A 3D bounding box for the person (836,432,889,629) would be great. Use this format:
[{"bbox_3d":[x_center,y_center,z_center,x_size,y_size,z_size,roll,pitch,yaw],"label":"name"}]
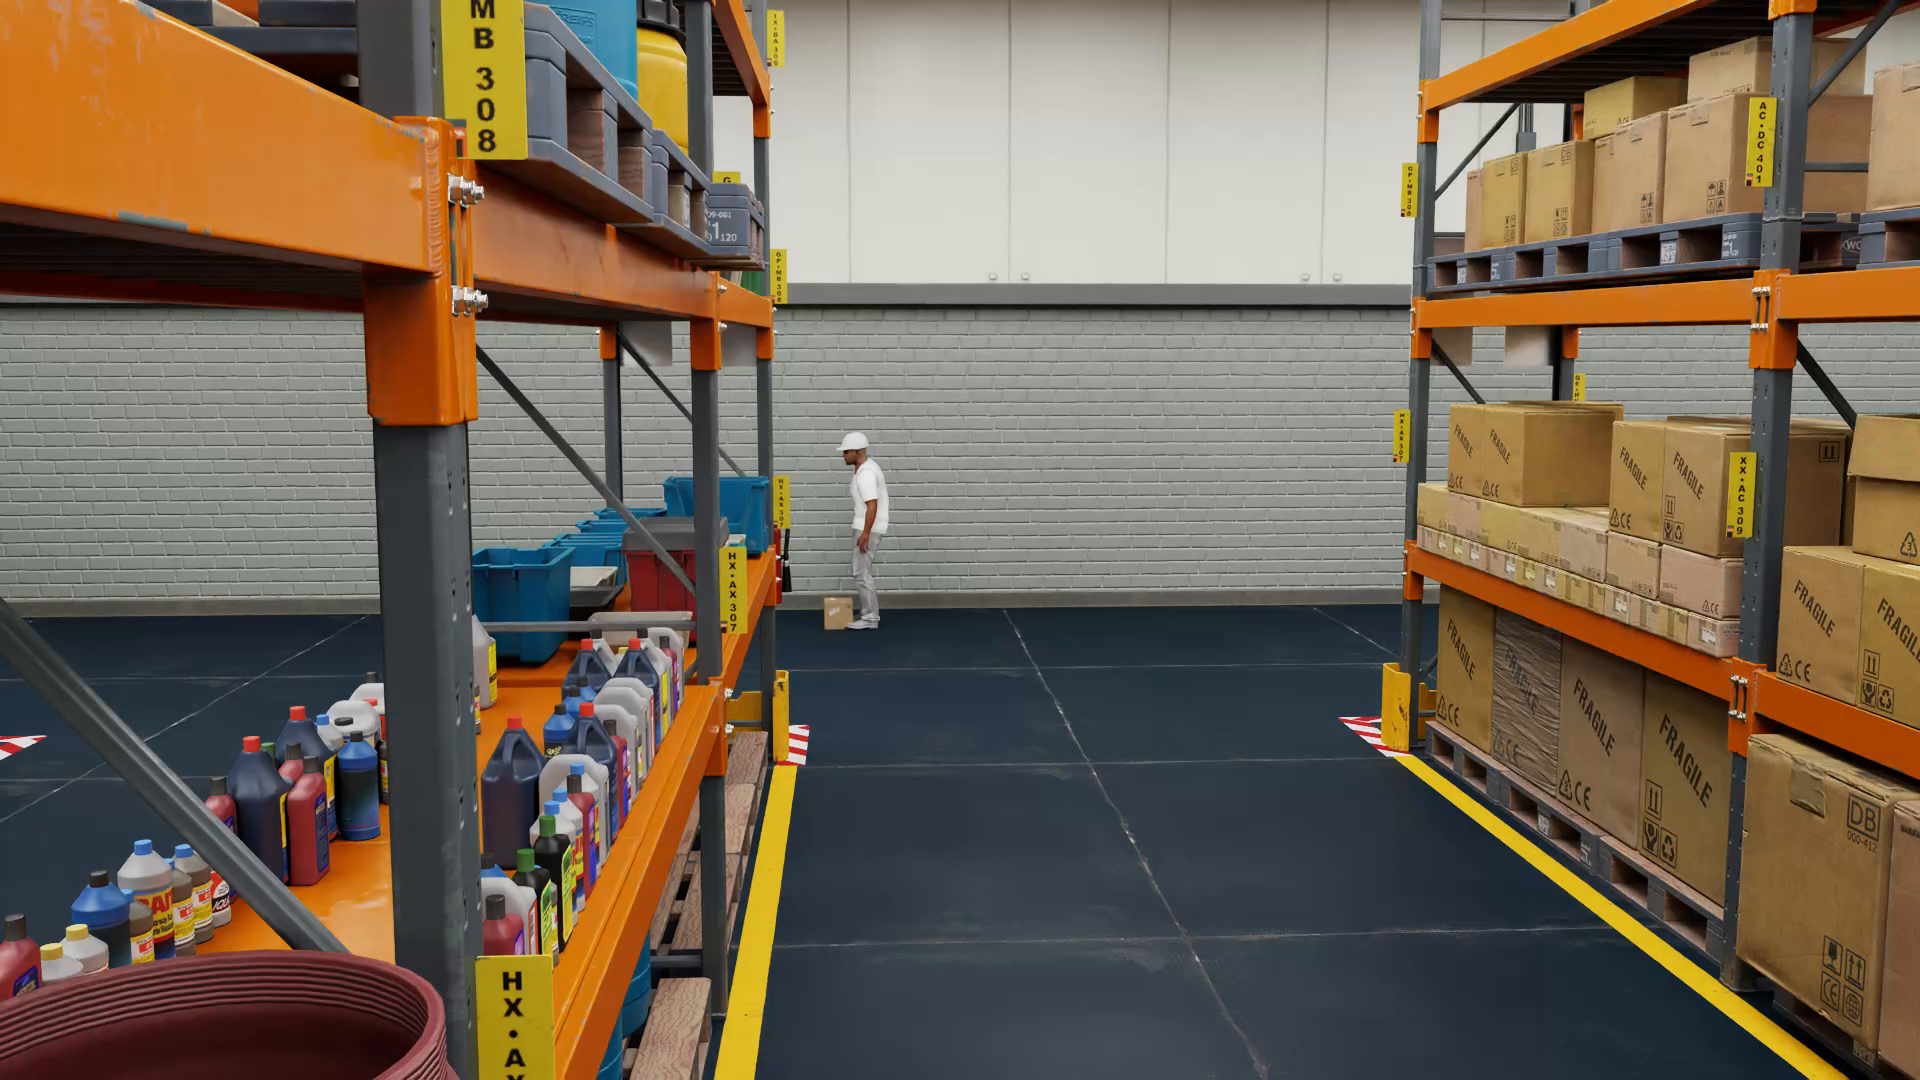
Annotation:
[{"bbox_3d":[-0.871,-0.089,14.916,0.463,1.759,0.625,-1,7,-6],"label":"person"}]
